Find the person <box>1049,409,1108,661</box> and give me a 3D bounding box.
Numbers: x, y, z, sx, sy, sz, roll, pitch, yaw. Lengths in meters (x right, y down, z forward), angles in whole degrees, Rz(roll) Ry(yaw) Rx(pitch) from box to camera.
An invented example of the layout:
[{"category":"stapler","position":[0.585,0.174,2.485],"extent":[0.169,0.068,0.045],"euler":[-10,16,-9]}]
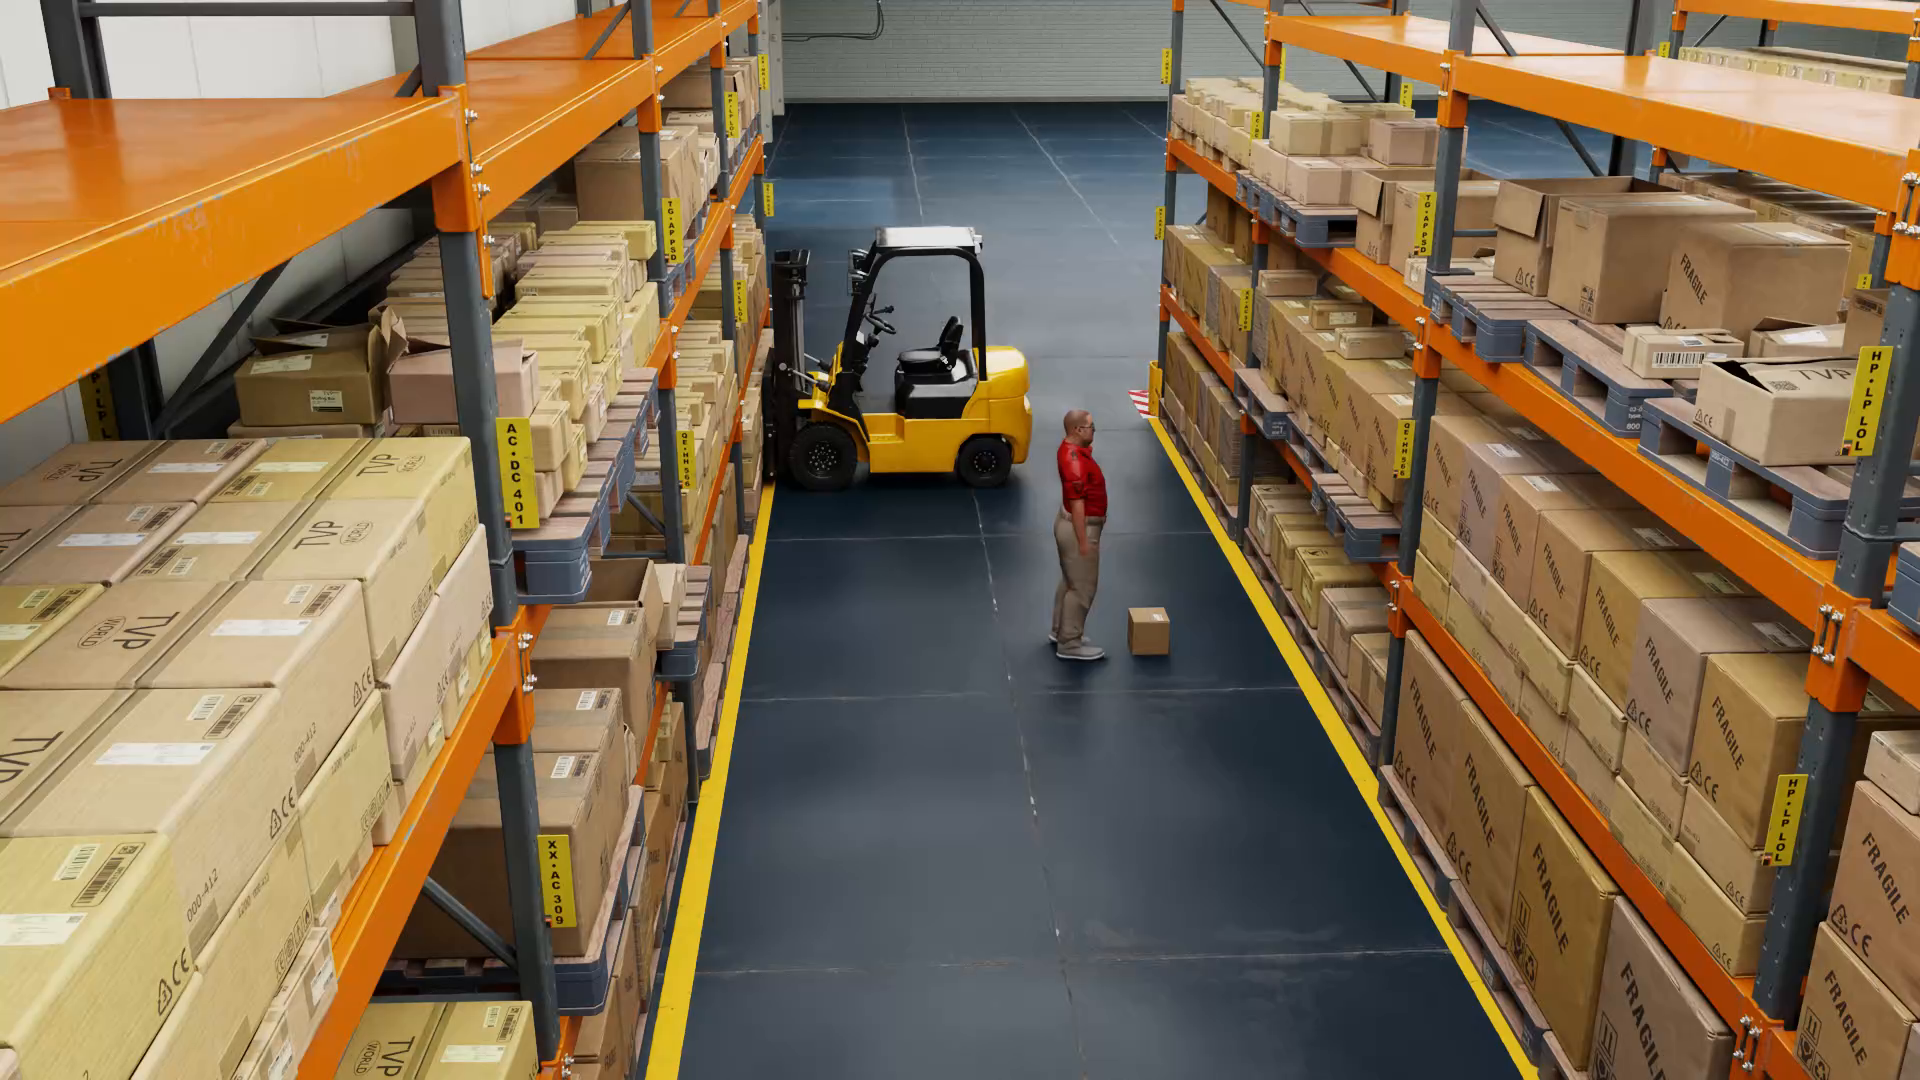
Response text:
[{"category":"person","position":[0.814,-0.037,11.258],"extent":[0.372,1.755,0.527],"euler":[-1,20,-2]}]
